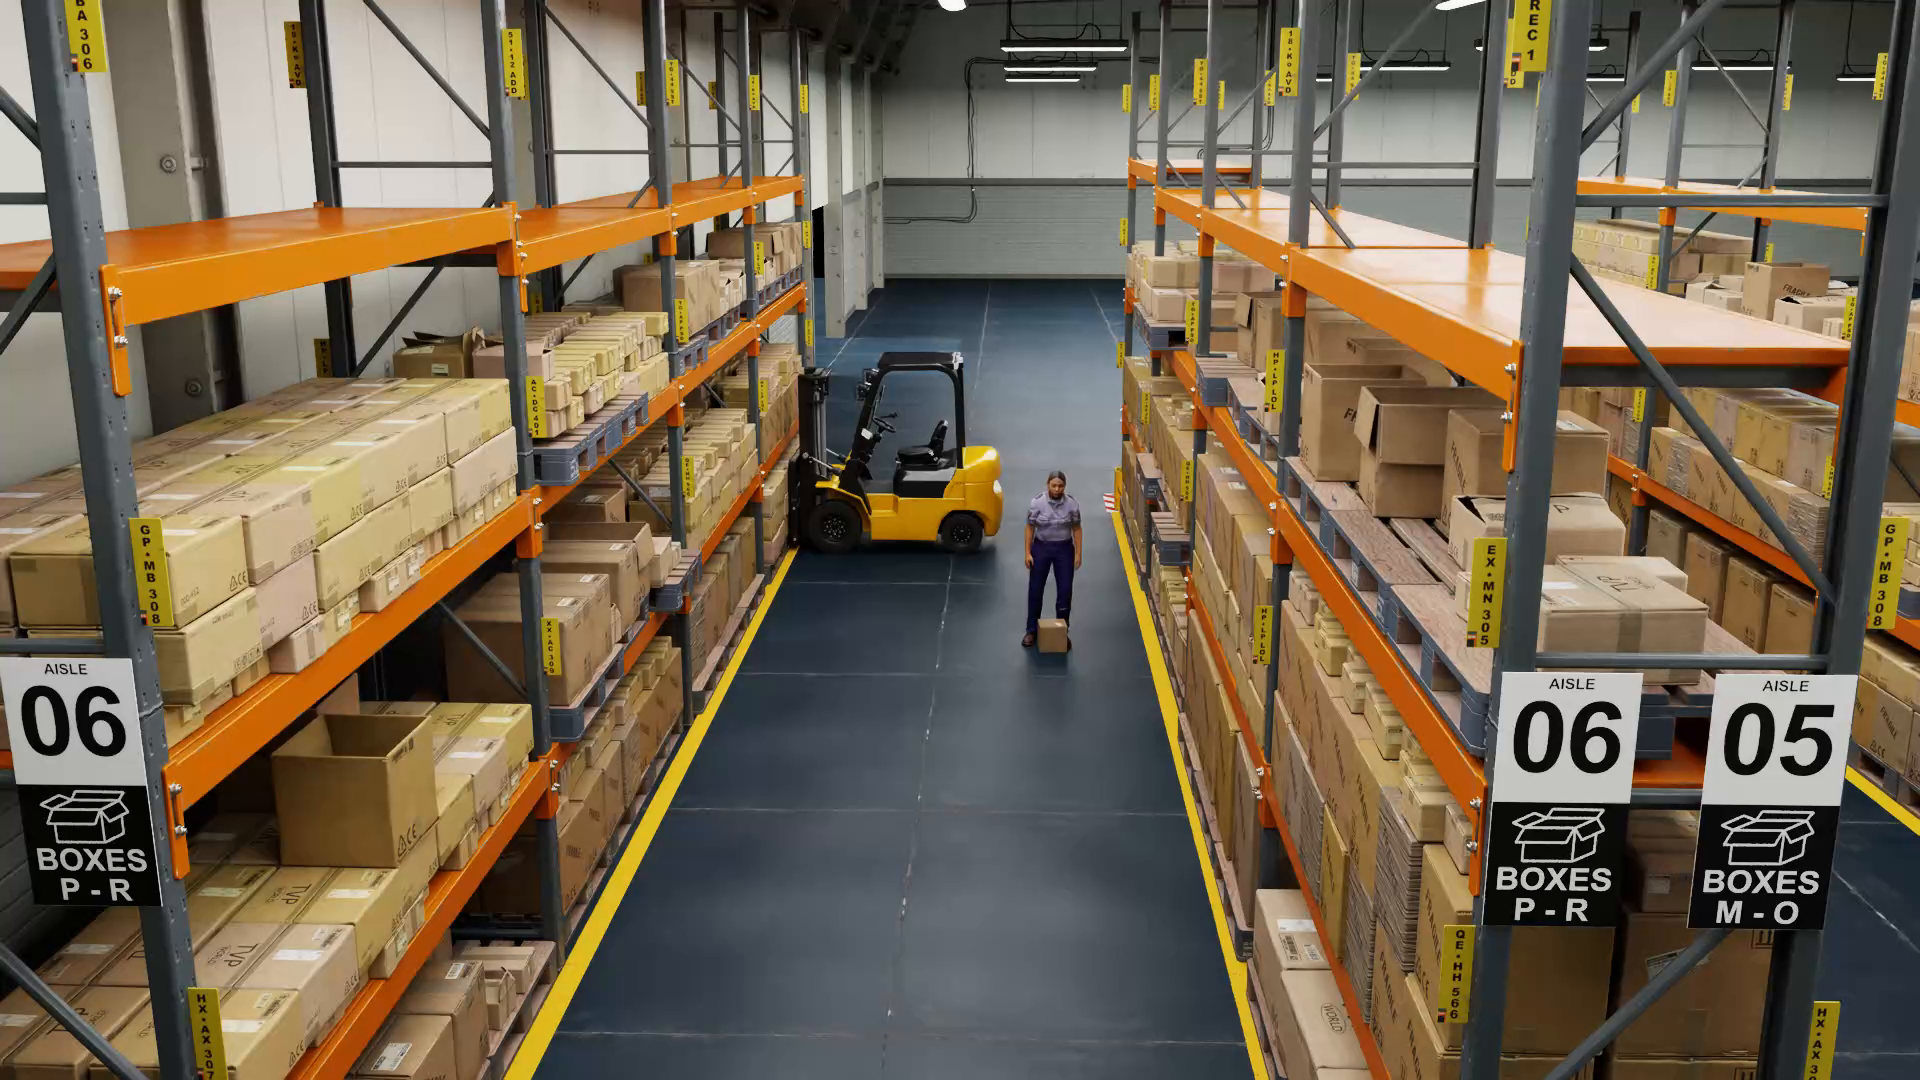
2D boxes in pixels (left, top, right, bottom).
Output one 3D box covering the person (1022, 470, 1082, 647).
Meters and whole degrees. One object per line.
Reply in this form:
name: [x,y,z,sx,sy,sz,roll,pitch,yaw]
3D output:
person: [0.853,0.161,15.402,0.556,1.637,0.416,0,14,0]
